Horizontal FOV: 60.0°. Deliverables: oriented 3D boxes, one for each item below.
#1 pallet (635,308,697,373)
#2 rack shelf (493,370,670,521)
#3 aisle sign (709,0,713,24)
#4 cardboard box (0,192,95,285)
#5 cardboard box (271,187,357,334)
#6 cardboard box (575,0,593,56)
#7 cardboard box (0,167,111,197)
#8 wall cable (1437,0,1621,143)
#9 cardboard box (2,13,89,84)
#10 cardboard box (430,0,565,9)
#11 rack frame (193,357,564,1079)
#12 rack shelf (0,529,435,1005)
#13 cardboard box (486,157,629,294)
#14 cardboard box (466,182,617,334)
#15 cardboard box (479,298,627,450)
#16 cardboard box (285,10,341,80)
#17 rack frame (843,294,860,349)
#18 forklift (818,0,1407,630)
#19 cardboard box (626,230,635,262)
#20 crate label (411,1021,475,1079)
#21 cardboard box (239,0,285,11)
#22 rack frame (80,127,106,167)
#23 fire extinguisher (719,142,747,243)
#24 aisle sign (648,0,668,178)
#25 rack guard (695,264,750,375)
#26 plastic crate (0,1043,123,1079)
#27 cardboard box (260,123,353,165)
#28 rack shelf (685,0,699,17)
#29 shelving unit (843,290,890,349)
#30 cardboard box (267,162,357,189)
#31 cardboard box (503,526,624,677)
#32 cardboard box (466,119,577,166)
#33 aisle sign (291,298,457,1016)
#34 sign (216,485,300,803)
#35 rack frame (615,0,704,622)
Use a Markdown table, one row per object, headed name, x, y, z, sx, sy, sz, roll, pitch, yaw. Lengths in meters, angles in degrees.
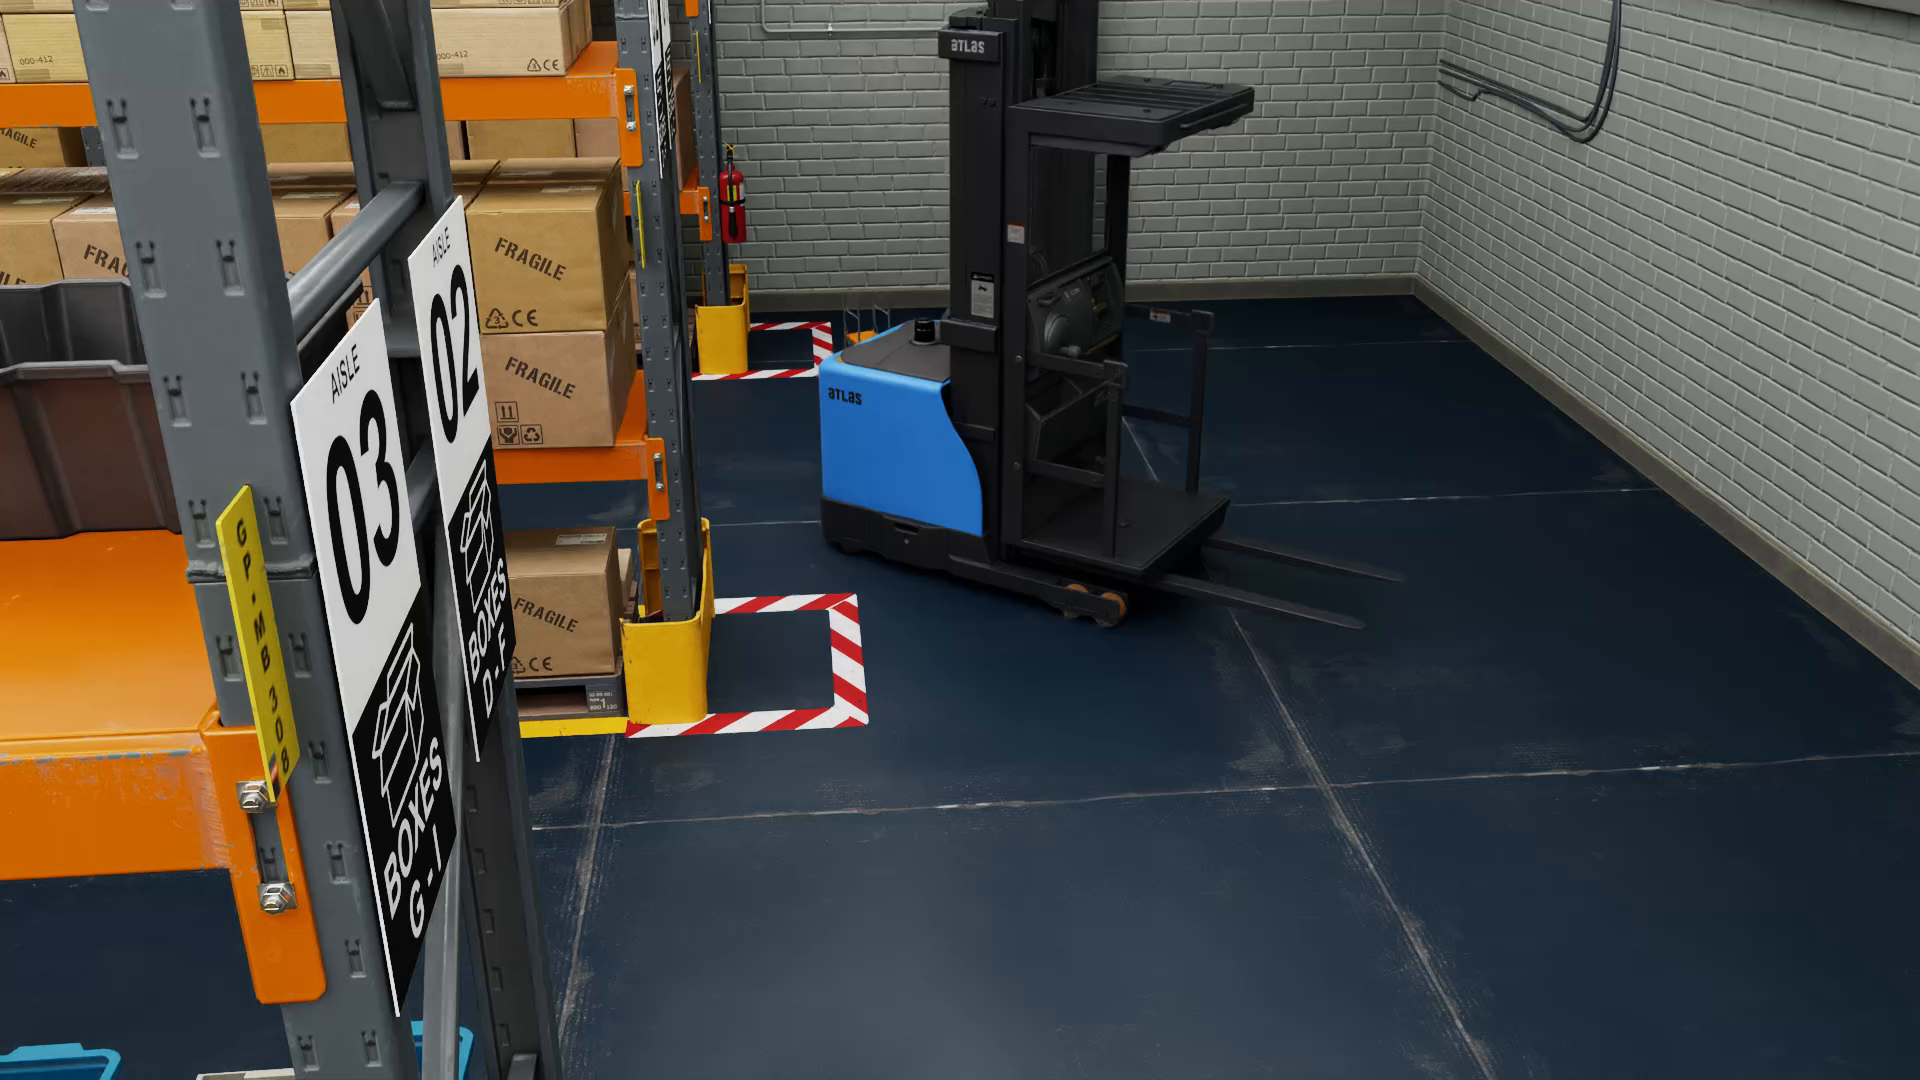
| name | x | y | z | sx | sy | sz | roll | pitch | yaw |
| --- | --- | --- | --- | --- | --- | --- | --- | --- | --- |
| pallet | -2.565 | -1.454 | 12.262 | 1.213 | 0.211 | 1.003 | -2 | 24 | -5 |
| rack shelf | -3.277 | -0.381 | 7.300 | 4.000 | 0.370 | 1.077 | -2 | 24 | -5 |
| aisle sign | -1.676 | -3.862 | 11.044 | 0.004 | 0.787 | 0.394 | -2 | 24 | -5 |
| cardboard box | -3.745 | -1.079 | 6.630 | 0.500 | 0.500 | 0.500 | -3 | 24 | -7 |
| cardboard box | -2.720 | -1.120 | 6.724 | 0.500 | 0.500 | 0.500 | -2 | 24 | -4 |
| cardboard box | -1.823 | -2.174 | 6.940 | 0.500 | 0.250 | 0.500 | -2 | 24 | -5 |
| cardboard box | -3.778 | -1.299 | 7.126 | 0.500 | 0.500 | 0.500 | -2 | 24 | -5 |
| wall cable | 3.887 | -4.196 | 11.434 | 0.112 | 2.526 | 3.097 | -2 | 24 | -5 |
| cardboard box | -3.266 | -1.911 | 6.347 | 0.500 | 0.250 | 0.500 | -2 | 24 | -5 |
| cardboard box | -1.772 | -2.197 | 6.376 | 0.500 | 0.250 | 0.500 | -2 | 24 | -5 |
| rack frame | -0.803 | 1.212 | 2.829 | 0.127 | 3.000 | 1.000 | -2 | 24 | -5 |
| rack shelf | -2.793 | 0.250 | 2.186 | 4.000 | 0.370 | 1.077 | -2 | 24 | -5 |
| cardboard box | -1.754 | -1.381 | 7.311 | 0.500 | 0.500 | 0.500 | -2 | 24 | -4 |
| cardboard box | -1.702 | -1.164 | 6.821 | 0.500 | 0.500 | 0.500 | -3 | 24 | -6 |
| cardboard box | -1.705 | -0.708 | 7.026 | 0.500 | 0.500 | 0.500 | -2 | 24 | -4 |
| cardboard box | -2.270 | -1.949 | 6.434 | 0.500 | 0.250 | 0.500 | -2 | 24 | -5 |
| rack frame | -0.612 | -0.807 | 9.588 | 0.006 | 1.200 | 0.240 | -11 | 26 | -23 |
| forklift | 0.762 | -1.155 | 8.240 | 3.031 | 2.935 | 1.130 | 14 | 28 | 29 |
| cardboard box | -2.359 | -2.156 | 12.168 | 0.250 | 0.149 | 0.380 | -2 | 24 | -5 |
| crate label | -1.081 | 1.138 | 3.128 | 0.303 | 0.233 | 0.416 | -2 | 24 | -5 |
| cardboard box | -2.768 | -2.158 | 6.289 | 0.500 | 0.250 | 0.500 | -2 | 24 | -5 |
| rack frame | -5.757 | -2.632 | 11.479 | 0.127 | 3.000 | 1.000 | -2 | 24 | -5 |
| fire extinguisher | -1.581 | -2.406 | 11.524 | 0.183 | 0.674 | 0.296 | -2 | 24 | -5 |
| aisle sign | -1.188 | -1.857 | 6.534 | 0.004 | 0.787 | 0.394 | -2 | 24 | -5 |
| rack guard | -1.753 | -1.651 | 12.348 | 0.348 | 0.500 | 1.175 | -2 | 24 | -5 |
| plastic crate | -1.736 | 1.165 | 3.069 | 0.300 | 0.233 | 0.416 | -2 | 24 | -5 |
| cardboard box | -4.489 | -2.811 | 11.513 | 0.700 | 0.700 | 0.980 | -3 | 24 | -6 |
| rack shelf | -3.767 | -3.754 | 11.196 | 4.000 | 0.370 | 1.077 | -2 | 24 | -5 |
| shelving unit | -0.529 | -0.823 | 9.624 | 0.189 | 1.200 | 0.258 | -11 | 26 | -23 |
| cardboard box | -2.772 | -1.339 | 7.216 | 0.500 | 0.500 | 0.500 | -2 | 24 | -4 |
| cardboard box | -1.803 | 0.273 | 7.480 | 0.500 | 0.500 | 0.500 | -2 | 24 | -5 |
| cardboard box | -3.006 | -2.871 | 11.647 | 0.700 | 0.700 | 0.980 | -2 | 24 | -6 |
| aisle sign | -0.703 | 0.140 | 2.041 | 0.004 | 0.787 | 0.394 | -2 | 24 | -5 |
| sign | -0.733 | 0.111 | 1.742 | 0.005 | 0.325 | 0.100 | -2 | 24 | -5 |
| rack frame | -1.286 | -0.790 | 7.334 | 0.127 | 3.000 | 1.000 | -2 | 24 | -5 |
